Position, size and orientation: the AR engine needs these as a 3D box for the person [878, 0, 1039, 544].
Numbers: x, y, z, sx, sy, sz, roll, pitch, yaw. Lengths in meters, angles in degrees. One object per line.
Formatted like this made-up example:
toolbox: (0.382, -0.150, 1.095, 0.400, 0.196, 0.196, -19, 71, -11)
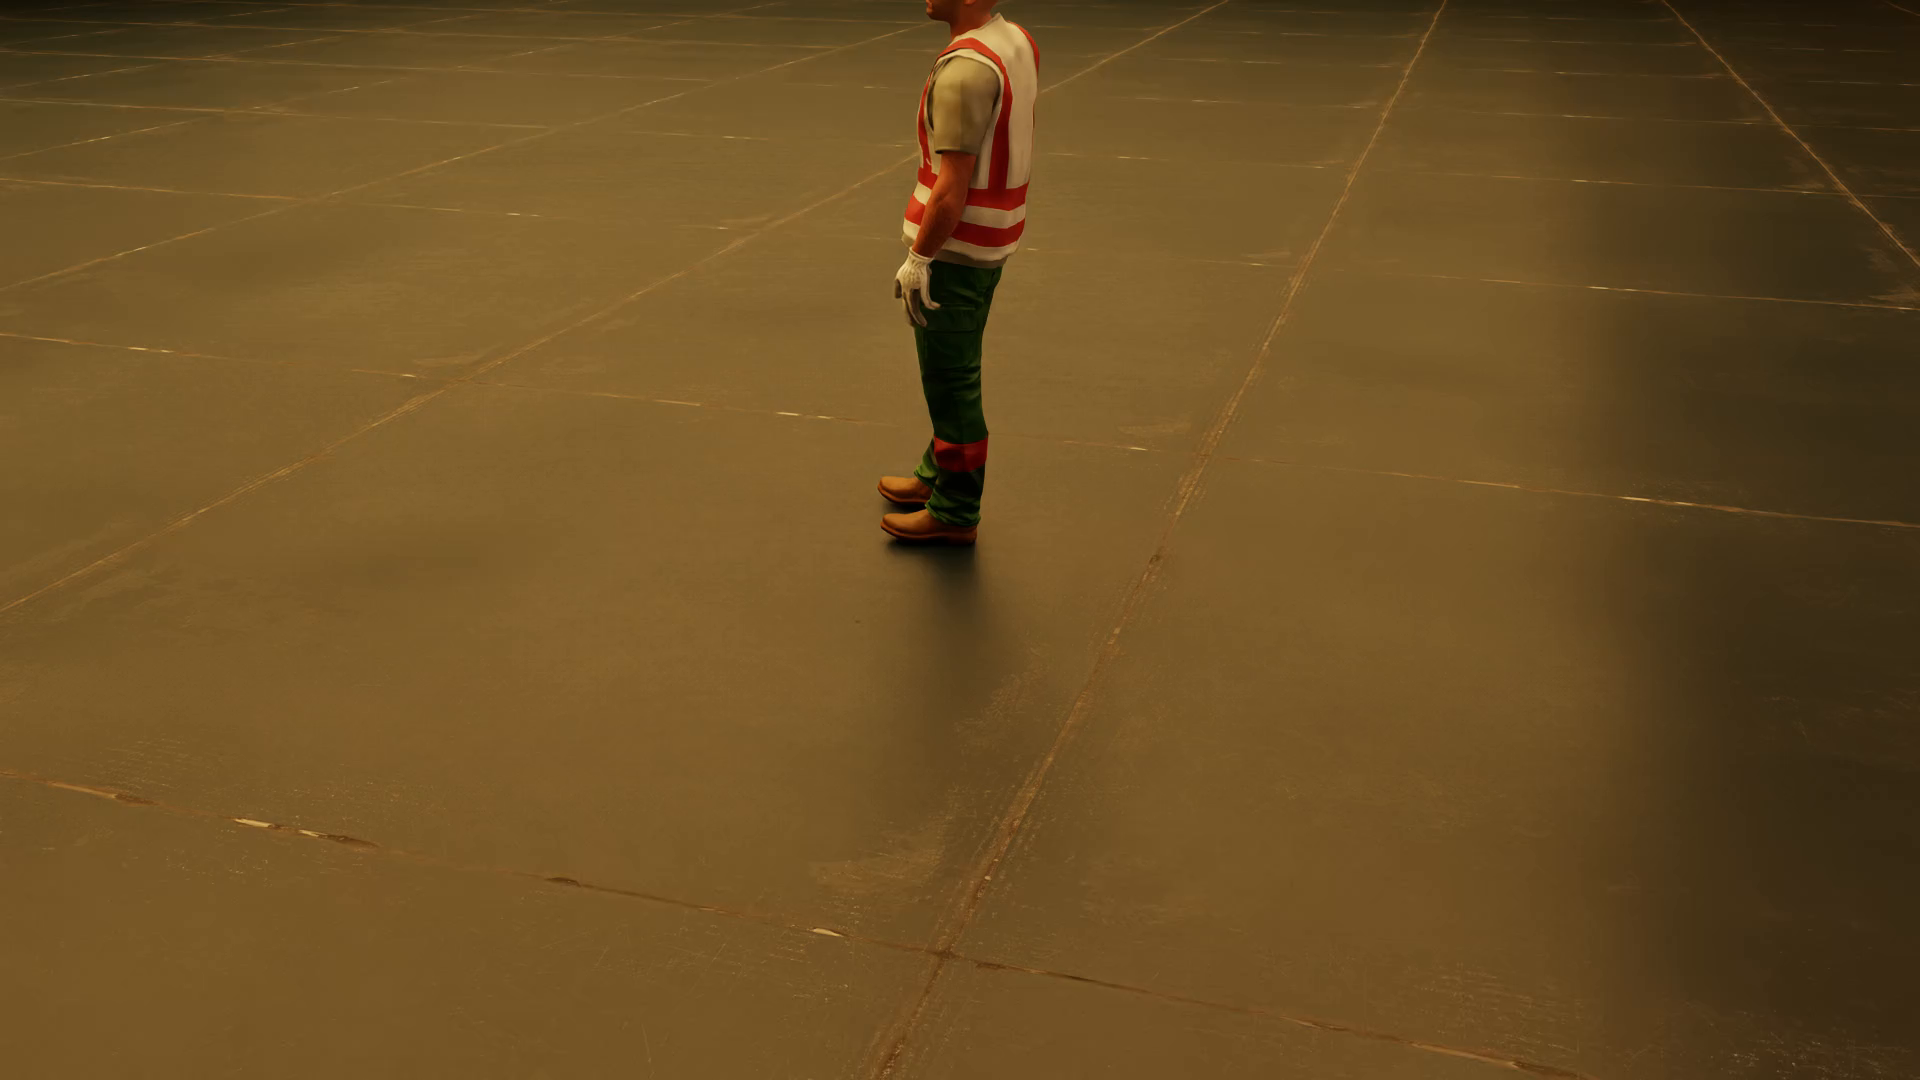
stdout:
person: (-0.074, -0.846, 4.808, 0.562, 1.789, 0.638, 7, 23, 16)
